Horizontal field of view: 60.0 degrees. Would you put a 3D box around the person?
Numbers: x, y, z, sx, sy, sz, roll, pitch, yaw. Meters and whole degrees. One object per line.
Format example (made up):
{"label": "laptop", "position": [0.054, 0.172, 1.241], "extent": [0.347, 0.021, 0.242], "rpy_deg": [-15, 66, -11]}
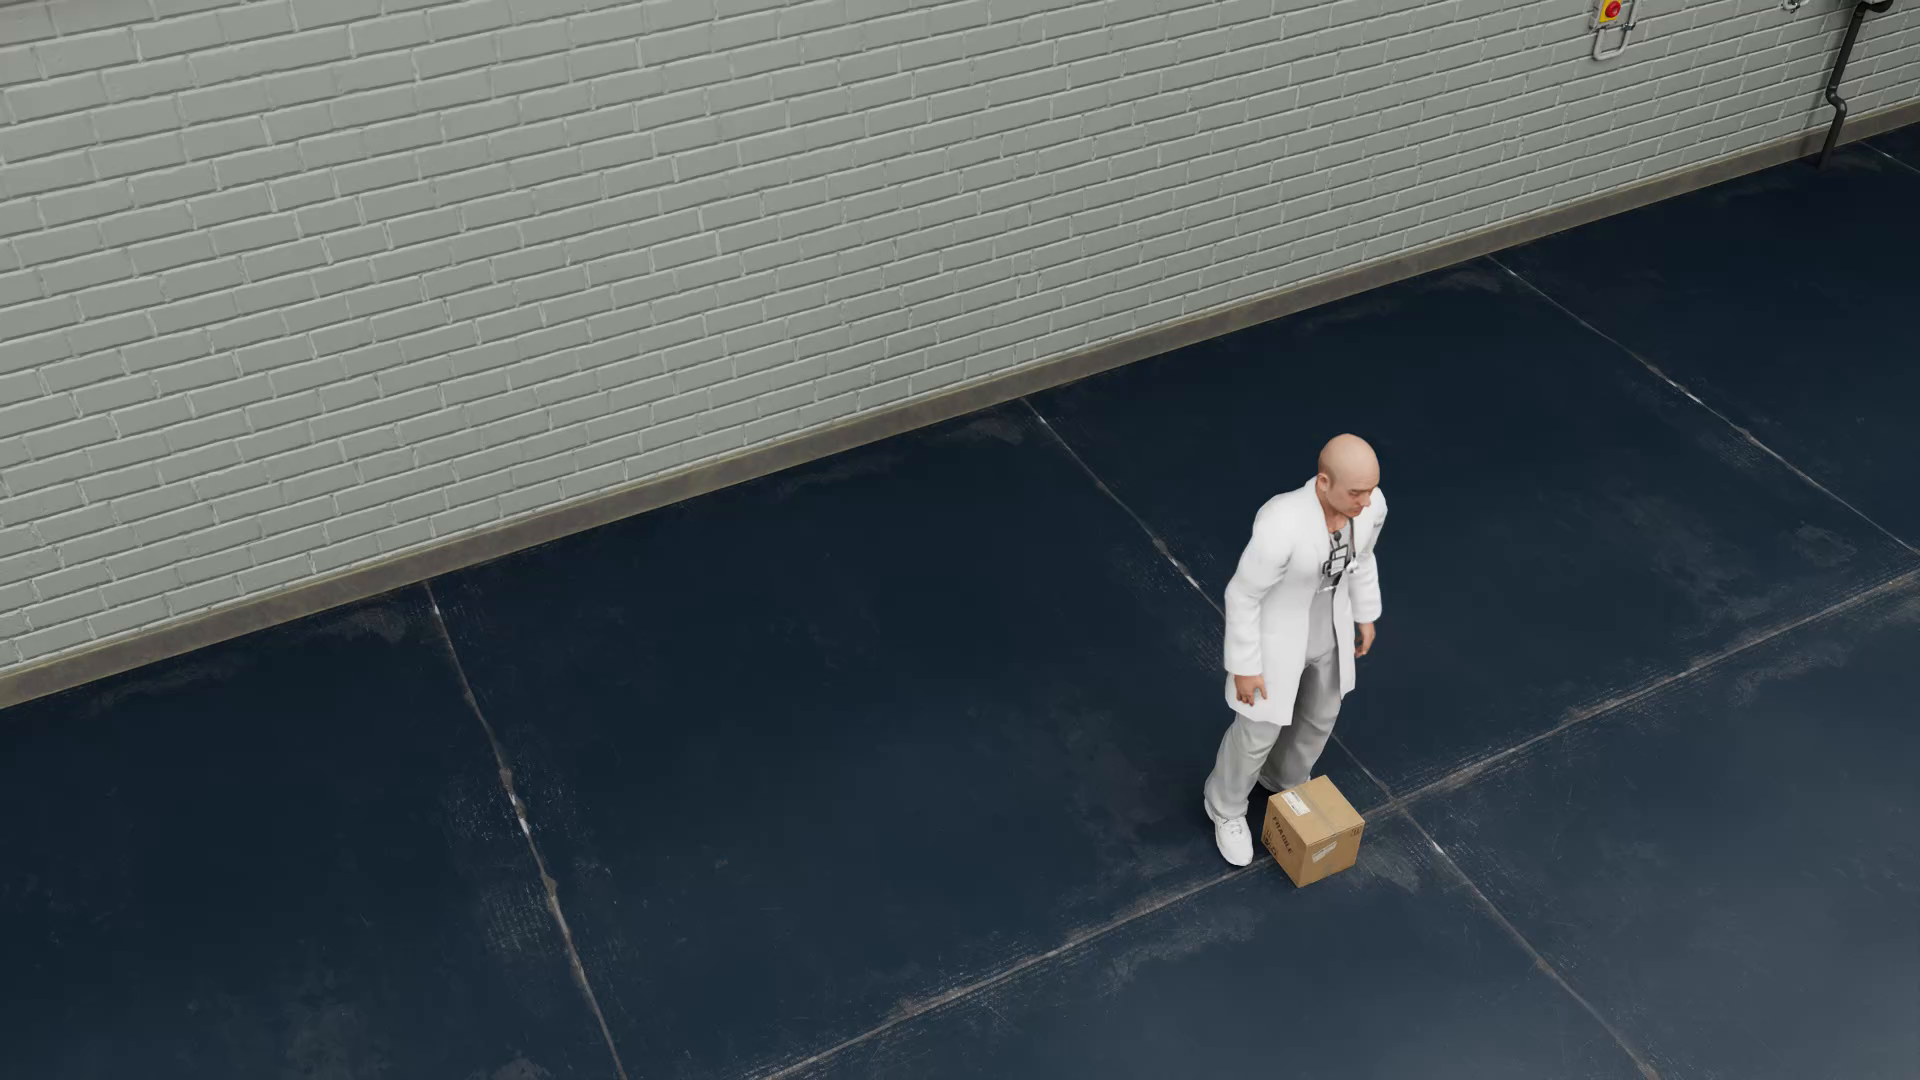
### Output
{"label": "person", "position": [1.161, 0.349, 5.764], "extent": [0.640, 1.773, 0.423], "rpy_deg": [-20, 44, -21]}
